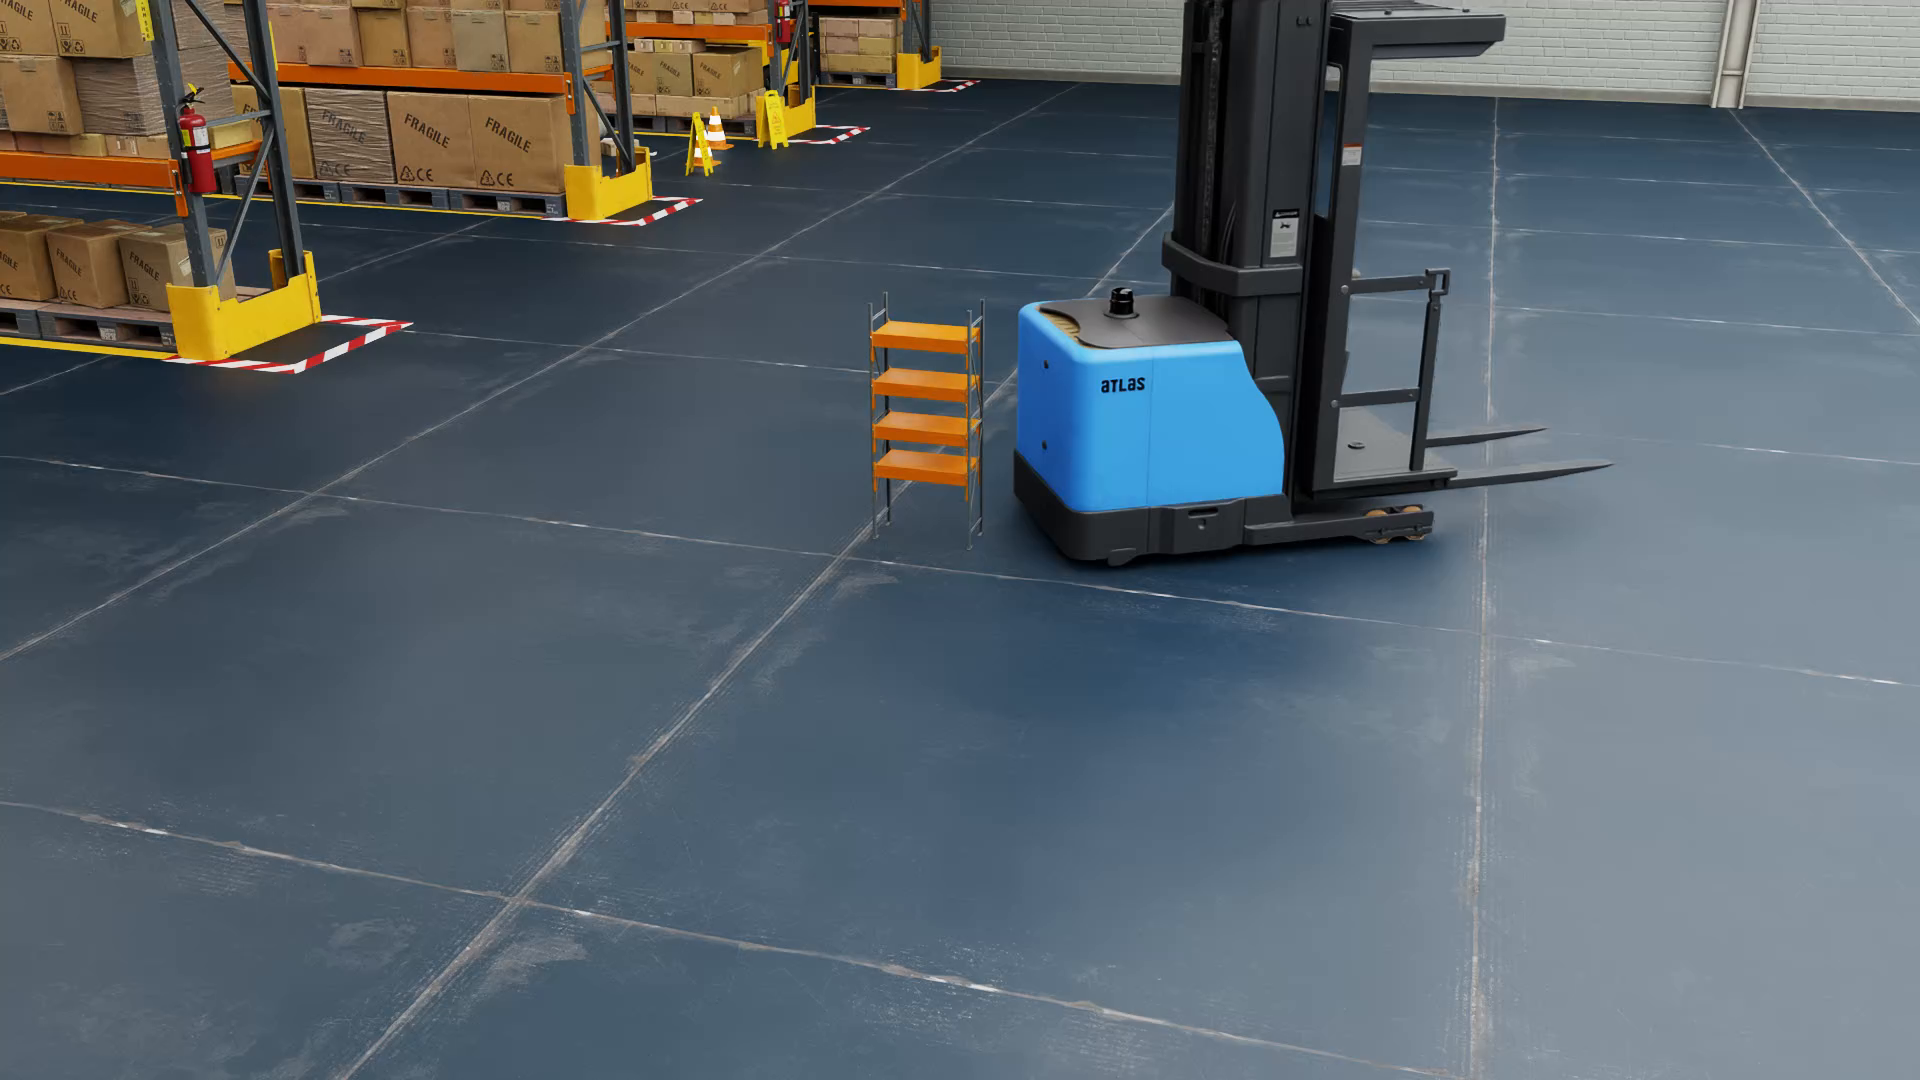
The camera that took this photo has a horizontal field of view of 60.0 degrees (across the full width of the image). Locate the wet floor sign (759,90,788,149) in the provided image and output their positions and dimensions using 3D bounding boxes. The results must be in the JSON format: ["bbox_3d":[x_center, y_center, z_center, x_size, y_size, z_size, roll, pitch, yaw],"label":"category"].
[{"bbox_3d":[-2.191,-4.912,19.395,0.232,0.644,0.267,16,27,34],"label":"wet floor sign"}]

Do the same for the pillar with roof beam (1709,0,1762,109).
[{"bbox_3d":[9.206,-8.514,17.170,0.400,9.000,9.100,7,23,16],"label":"pillar with roof beam"}]

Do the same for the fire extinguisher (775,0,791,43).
[{"bbox_3d":[-2.087,-6.195,19.522,0.183,0.674,0.296,7,23,16],"label":"fire extinguisher"}]

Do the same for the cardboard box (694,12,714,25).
[{"bbox_3d":[-2.997,-6.281,19.961,0.250,0.149,0.380,6,23,15],"label":"cardboard box"}]

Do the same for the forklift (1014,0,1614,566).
[{"bbox_3d":[1.855,-1.522,8.119,3.031,2.935,1.130,-6,23,-14],"label":"forklift"}]

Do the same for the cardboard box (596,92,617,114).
[{"bbox_3d":[-4.383,-5.497,20.789,0.500,0.250,0.500,6,23,15],"label":"cardboard box"}]

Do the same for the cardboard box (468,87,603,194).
[{"bbox_3d":[-4.065,-3.863,15.981,0.875,0.875,0.875,7,23,16],"label":"cardboard box"}]

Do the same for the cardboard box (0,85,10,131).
[{"bbox_3d":[-6.424,-3.146,11.464,0.500,0.500,0.875,7,23,16],"label":"cardboard box"}]

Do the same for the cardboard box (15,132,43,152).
[{"bbox_3d":[-6.214,-2.762,11.382,0.250,0.149,0.380,7,23,16],"label":"cardboard box"}]

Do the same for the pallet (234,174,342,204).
[{"bbox_3d":[-6.521,-3.638,16.861,1.213,0.211,1.003,7,23,15],"label":"pallet"}]

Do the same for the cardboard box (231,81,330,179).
[{"bbox_3d":[-6.644,-4.157,16.697,0.875,0.875,0.875,7,23,16],"label":"cardboard box"}]

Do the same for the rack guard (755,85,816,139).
[{"bbox_3d":[-2.136,-5.263,20.441,0.348,0.500,1.175,7,23,16],"label":"rack guard"}]

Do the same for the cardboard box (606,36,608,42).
[{"bbox_3d":[-4.552,-6.136,20.504,0.250,0.149,0.380,8,24,19],"label":"cardboard box"}]

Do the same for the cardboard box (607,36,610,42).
[{"bbox_3d":[-5.706,-7.890,26.128,0.625,0.625,0.875,6,23,15],"label":"cardboard box"}]

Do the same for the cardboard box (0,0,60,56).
[{"bbox_3d":[-6.004,-3.480,10.960,0.500,0.500,0.500,7,23,16],"label":"cardboard box"}]

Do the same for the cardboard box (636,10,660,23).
[{"bbox_3d":[-3.728,-6.373,20.184,0.250,0.149,0.380,6,23,15],"label":"cardboard box"}]

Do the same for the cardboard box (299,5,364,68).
[{"bbox_3d":[-5.853,-4.919,16.112,0.550,0.550,0.875,7,23,16],"label":"cardboard box"}]

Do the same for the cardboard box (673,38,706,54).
[{"bbox_3d":[-3.276,-5.989,20.145,0.250,0.149,0.380,7,23,17],"label":"cardboard box"}]

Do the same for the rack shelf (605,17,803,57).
[{"bbox_3d":[-3.978,-6.297,20.617,4.000,0.370,1.077,7,23,16],"label":"rack shelf"}]

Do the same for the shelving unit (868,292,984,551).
[{"bbox_3d":[-0.158,-0.573,8.087,0.503,1.200,0.258,7,23,16],"label":"shelving unit"}]

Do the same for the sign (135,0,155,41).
[{"bbox_3d":[-5.105,-3.293,10.403,0.005,0.325,0.100,7,23,16],"label":"sign"}]

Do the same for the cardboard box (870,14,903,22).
[{"bbox_3d":[-1.039,-7.721,24.892,0.500,0.250,0.500,6,23,15],"label":"cardboard box"}]

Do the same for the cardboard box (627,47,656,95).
[{"bbox_3d":[-3.887,-5.787,20.507,0.500,0.500,0.500,6,23,14],"label":"cardboard box"}]

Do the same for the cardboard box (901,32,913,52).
[{"bbox_3d":[-1.023,-7.495,25.001,0.500,0.250,0.500,7,23,16],"label":"cardboard box"}]

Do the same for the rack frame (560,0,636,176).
[{"bbox_3d":[-3.396,-4.601,15.535,0.127,3.000,1.000,7,23,16],"label":"rack frame"}]

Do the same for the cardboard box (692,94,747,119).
[{"bbox_3d":[-2.938,-5.327,20.373,0.500,0.250,0.500,6,23,15],"label":"cardboard box"}]

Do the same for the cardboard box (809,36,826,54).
[{"bbox_3d":[-2.167,-7.416,24.807,0.500,0.250,0.500,6,23,14],"label":"cardboard box"}]

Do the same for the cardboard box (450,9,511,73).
[{"bbox_3d":[-4.298,-4.747,15.693,0.550,0.550,0.875,7,23,16],"label":"cardboard box"}]

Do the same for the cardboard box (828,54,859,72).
[{"bbox_3d":[-1.648,-7.132,24.773,0.500,0.250,0.500,7,23,15],"label":"cardboard box"}]

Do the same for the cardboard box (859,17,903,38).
[{"bbox_3d":[-1.164,-7.537,24.443,0.500,0.250,0.500,7,23,17],"label":"cardboard box"}]

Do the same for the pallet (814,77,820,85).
[{"bbox_3d":[-2.542,-7.128,25.368,1.213,0.211,1.003,7,23,15],"label":"pallet"}]

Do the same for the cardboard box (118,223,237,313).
[{"bbox_3d":[-5.519,-1.923,11.745,0.500,0.500,0.500,11,25,25],"label":"cardboard box"}]

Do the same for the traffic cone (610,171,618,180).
[{"bbox_3d":[-3.495,-4.002,17.416,0.334,0.463,0.336,7,23,16],"label":"traffic cone"}]

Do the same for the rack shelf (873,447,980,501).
[{"bbox_3d":[-0.158,-0.327,8.187,0.480,0.148,0.258,7,23,16],"label":"rack shelf"}]

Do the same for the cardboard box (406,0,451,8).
[{"bbox_3d":[-4.791,-5.363,15.770,0.550,0.550,0.875,7,23,16],"label":"cardboard box"}]

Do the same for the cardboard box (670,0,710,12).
[{"bbox_3d":[-3.141,-6.611,19.910,0.500,0.500,0.500,7,23,16],"label":"cardboard box"}]

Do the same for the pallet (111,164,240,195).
[{"bbox_3d":[-7.986,-3.807,17.273,1.213,0.211,1.003,7,23,16],"label":"pallet"}]

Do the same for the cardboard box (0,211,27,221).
[{"bbox_3d":[-7.216,-2.129,12.247,0.500,0.500,0.500,4,23,11],"label":"cardboard box"}]

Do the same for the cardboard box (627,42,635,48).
[{"bbox_3d":[-4.273,-6.040,21.125,0.500,0.500,0.500,8,24,18],"label":"cardboard box"}]

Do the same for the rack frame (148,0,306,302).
[{"bbox_3d":[-4.926,-2.810,11.169,0.127,3.000,1.000,7,23,16],"label":"rack frame"}]

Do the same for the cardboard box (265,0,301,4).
[{"bbox_3d":[-6.323,-5.538,16.197,0.550,0.550,0.875,7,23,16],"label":"cardboard box"}]

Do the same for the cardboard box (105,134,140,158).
[{"bbox_3d":[-5.498,-2.678,11.177,0.250,0.149,0.380,7,23,16],"label":"cardboard box"}]

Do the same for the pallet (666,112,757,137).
[{"bbox_3d":[-2.904,-5.231,20.744,1.213,0.211,1.003,7,23,16],"label":"pallet"}]

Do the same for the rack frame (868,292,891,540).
[{"bbox_3d":[-0.392,-0.600,8.152,0.015,1.200,0.240,7,23,16],"label":"rack frame"}]
